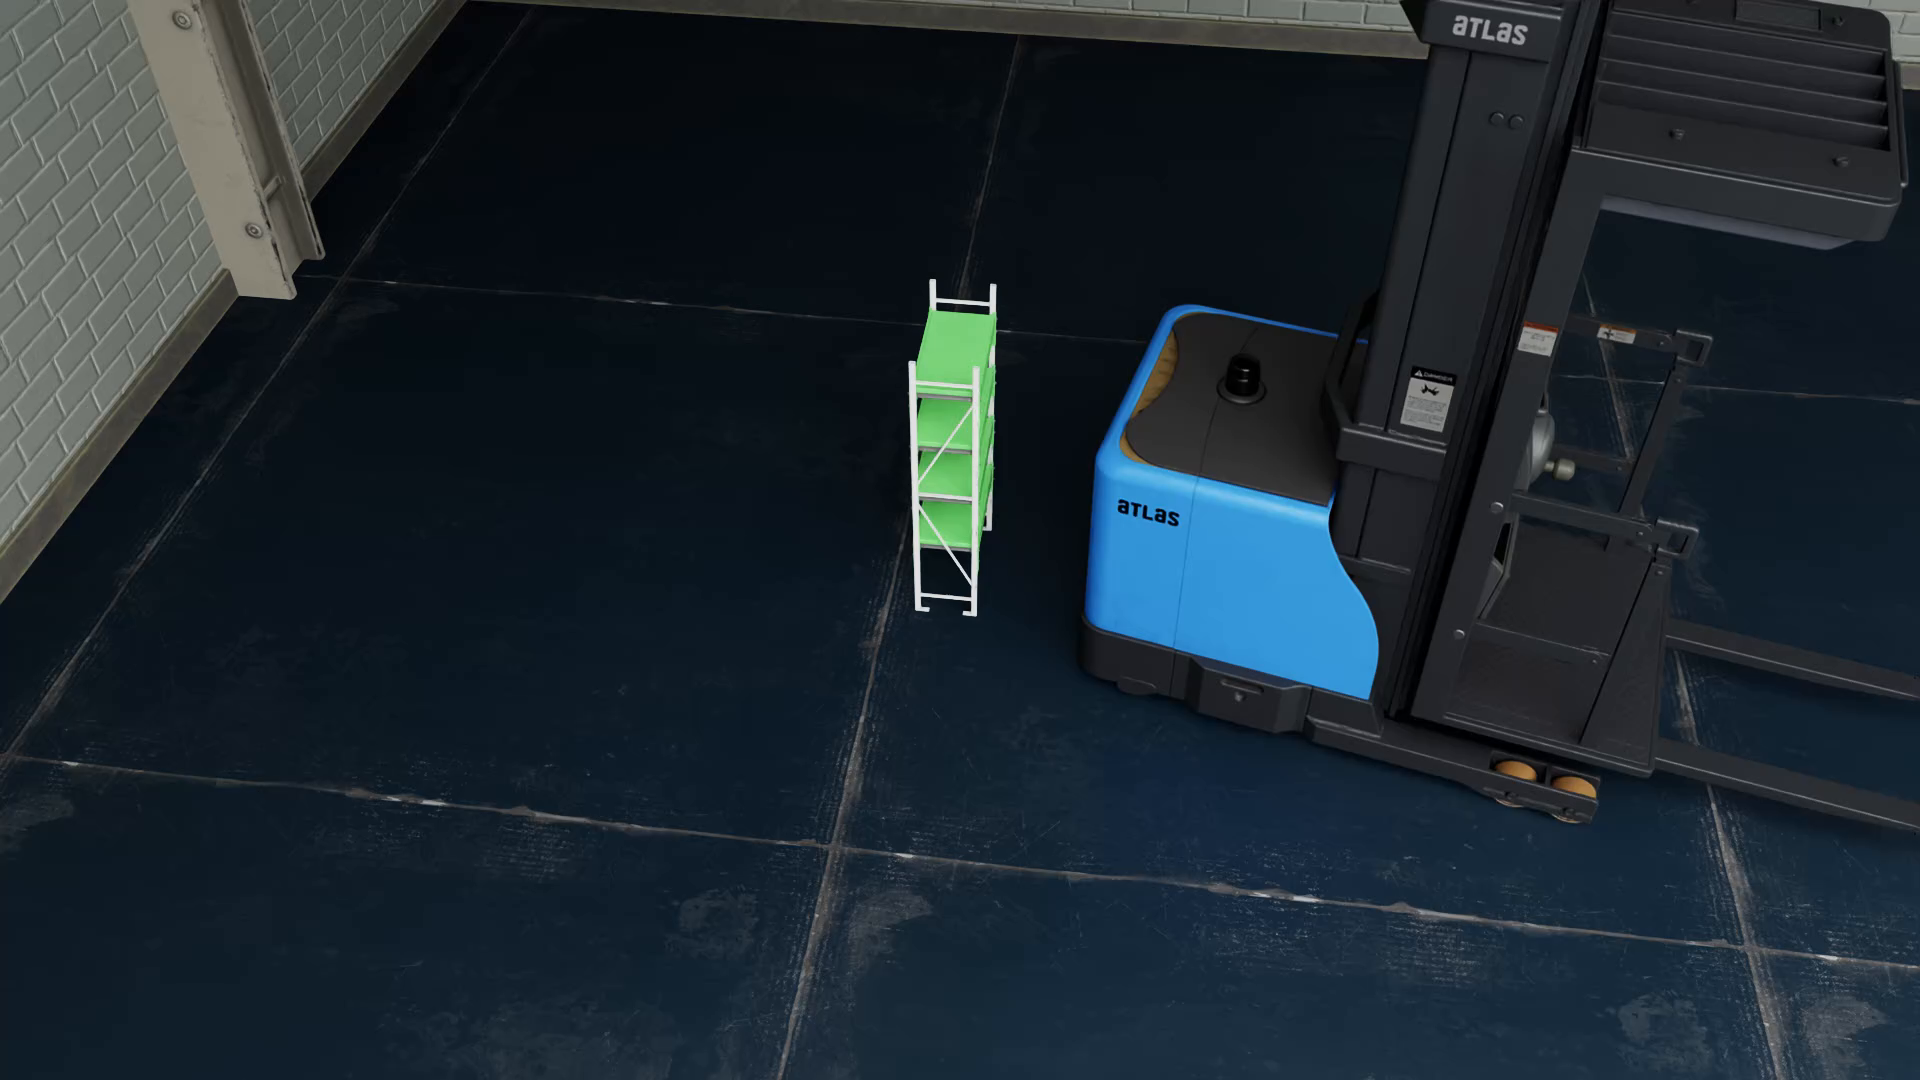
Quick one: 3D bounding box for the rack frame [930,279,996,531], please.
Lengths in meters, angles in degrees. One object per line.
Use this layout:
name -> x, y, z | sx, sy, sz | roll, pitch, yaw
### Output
rack frame -> 0.010, -0.489, 6.394 | 0.240, 1.200, 0.015 | 5, 44, 6

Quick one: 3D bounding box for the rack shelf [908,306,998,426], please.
rack shelf -> -0.022, -0.625, 5.932 | 0.258, 0.148, 0.480 | 5, 44, 6

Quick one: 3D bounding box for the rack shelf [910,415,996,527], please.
rack shelf -> -0.022, -0.276, 6.262 | 0.258, 0.148, 0.480 | 5, 44, 6

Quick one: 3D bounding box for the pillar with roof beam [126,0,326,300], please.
pillar with roof beam -> 0.944, -4.177, 4.616 | 9.100, 9.000, 0.400 | 5, 44, 6

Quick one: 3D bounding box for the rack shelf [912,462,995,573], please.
rack shelf -> -0.022, -0.102, 6.427 | 0.258, 0.148, 0.480 | 5, 44, 6

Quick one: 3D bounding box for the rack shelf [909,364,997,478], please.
rack shelf -> -0.022, -0.451, 6.097 | 0.258, 0.148, 0.480 | 5, 44, 6

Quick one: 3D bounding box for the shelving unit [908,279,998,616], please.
shelving unit -> -0.022, -0.323, 6.218 | 0.258, 1.200, 0.503 | 5, 44, 6

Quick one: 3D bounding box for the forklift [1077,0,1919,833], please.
forklift -> 2.007, -0.507, 5.154 | 3.031, 2.935, 1.130 | 14, 45, 15

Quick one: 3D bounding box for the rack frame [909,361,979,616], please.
rack frame -> -0.054, -0.157, 6.043 | 0.240, 1.200, 0.015 | 5, 44, 6
